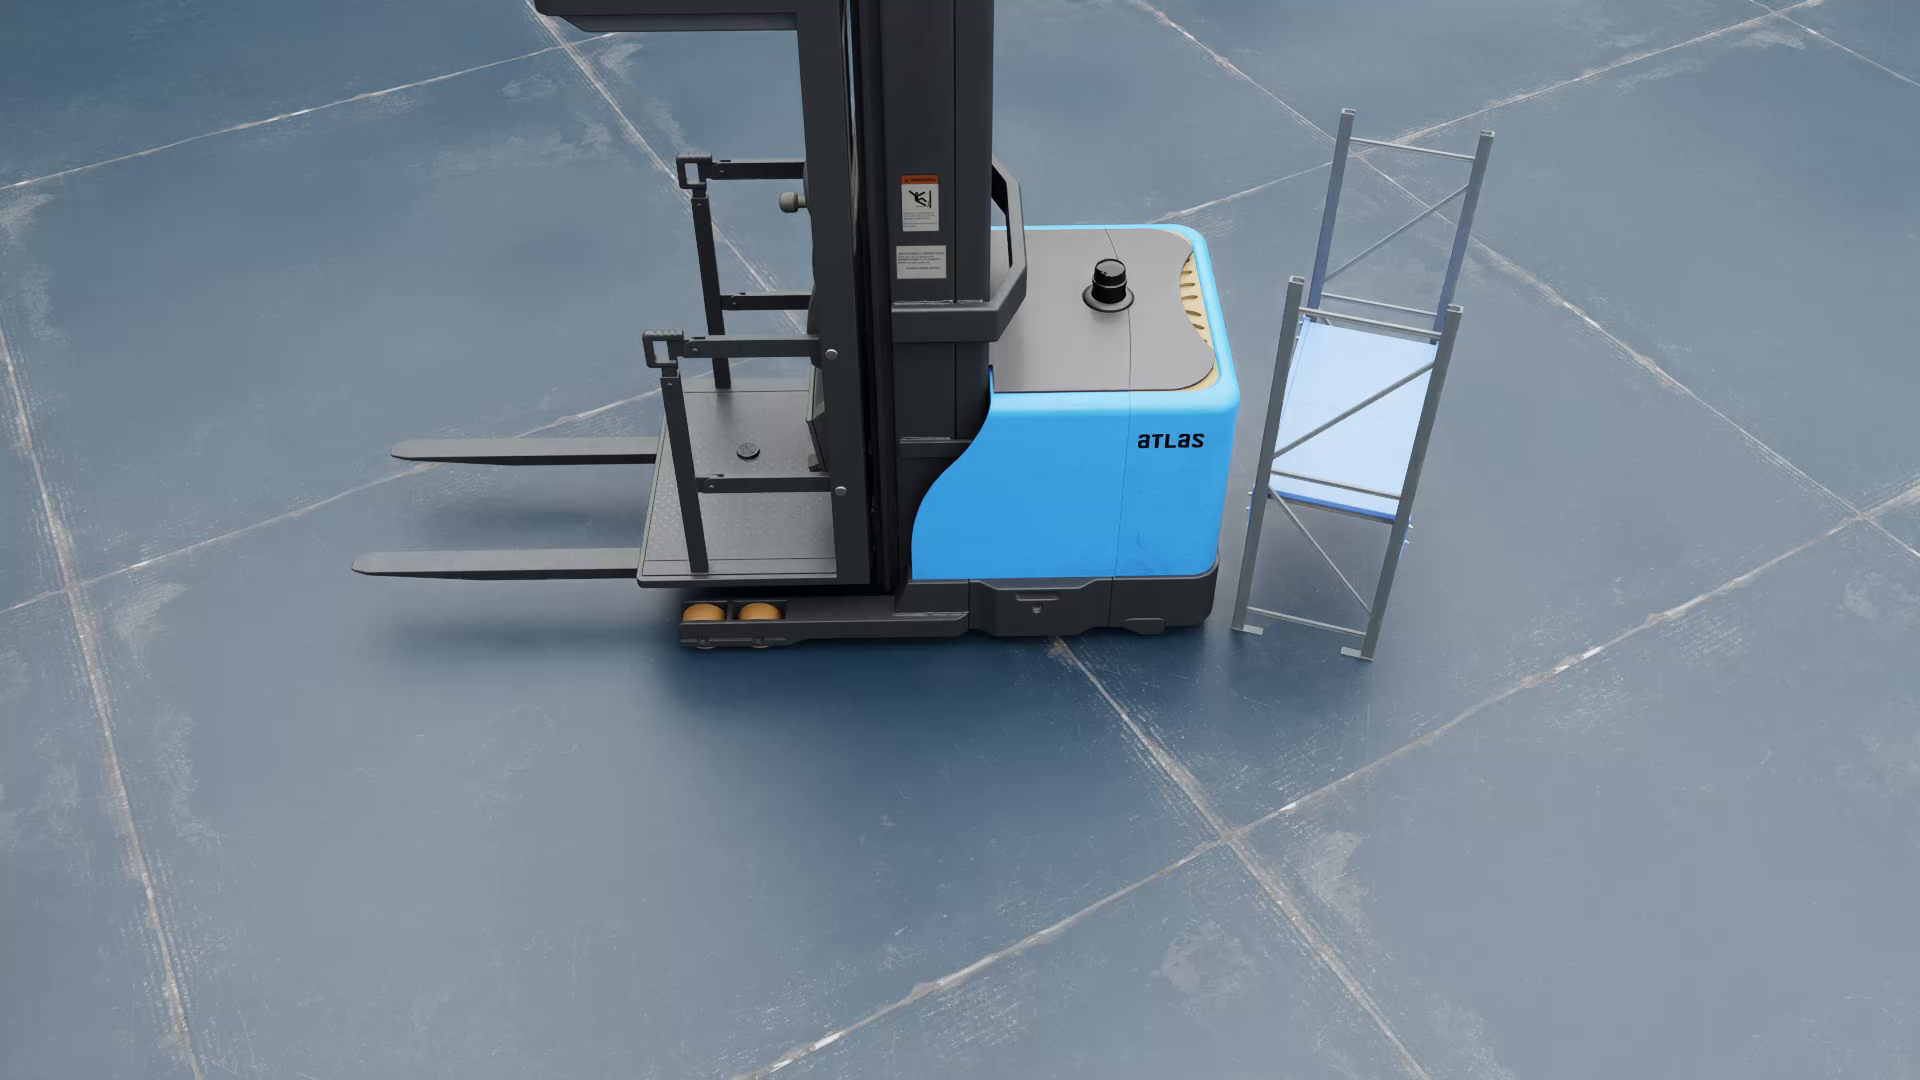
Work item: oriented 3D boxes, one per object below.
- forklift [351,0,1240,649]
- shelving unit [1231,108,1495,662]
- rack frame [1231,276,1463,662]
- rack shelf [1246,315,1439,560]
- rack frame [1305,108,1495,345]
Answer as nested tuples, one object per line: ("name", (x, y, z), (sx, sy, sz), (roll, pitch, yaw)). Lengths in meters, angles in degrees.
("forklift", (-0.627, -1.043, 5.220), (3.031, 2.935, 1.130), (-1, 44, -1))
("shelving unit", (1.364, -0.514, 5.702), (0.538, 1.500, 1.048), (13, 46, 13))
("rack frame", (1.207, -0.177, 5.355), (0.500, 1.500, 0.032), (13, 46, 13))
("rack shelf", (1.364, -0.385, 5.828), (0.538, 0.185, 1.000), (13, 46, 13))
("rack frame", (1.521, -0.850, 6.049), (0.500, 1.500, 0.032), (13, 46, 13))
